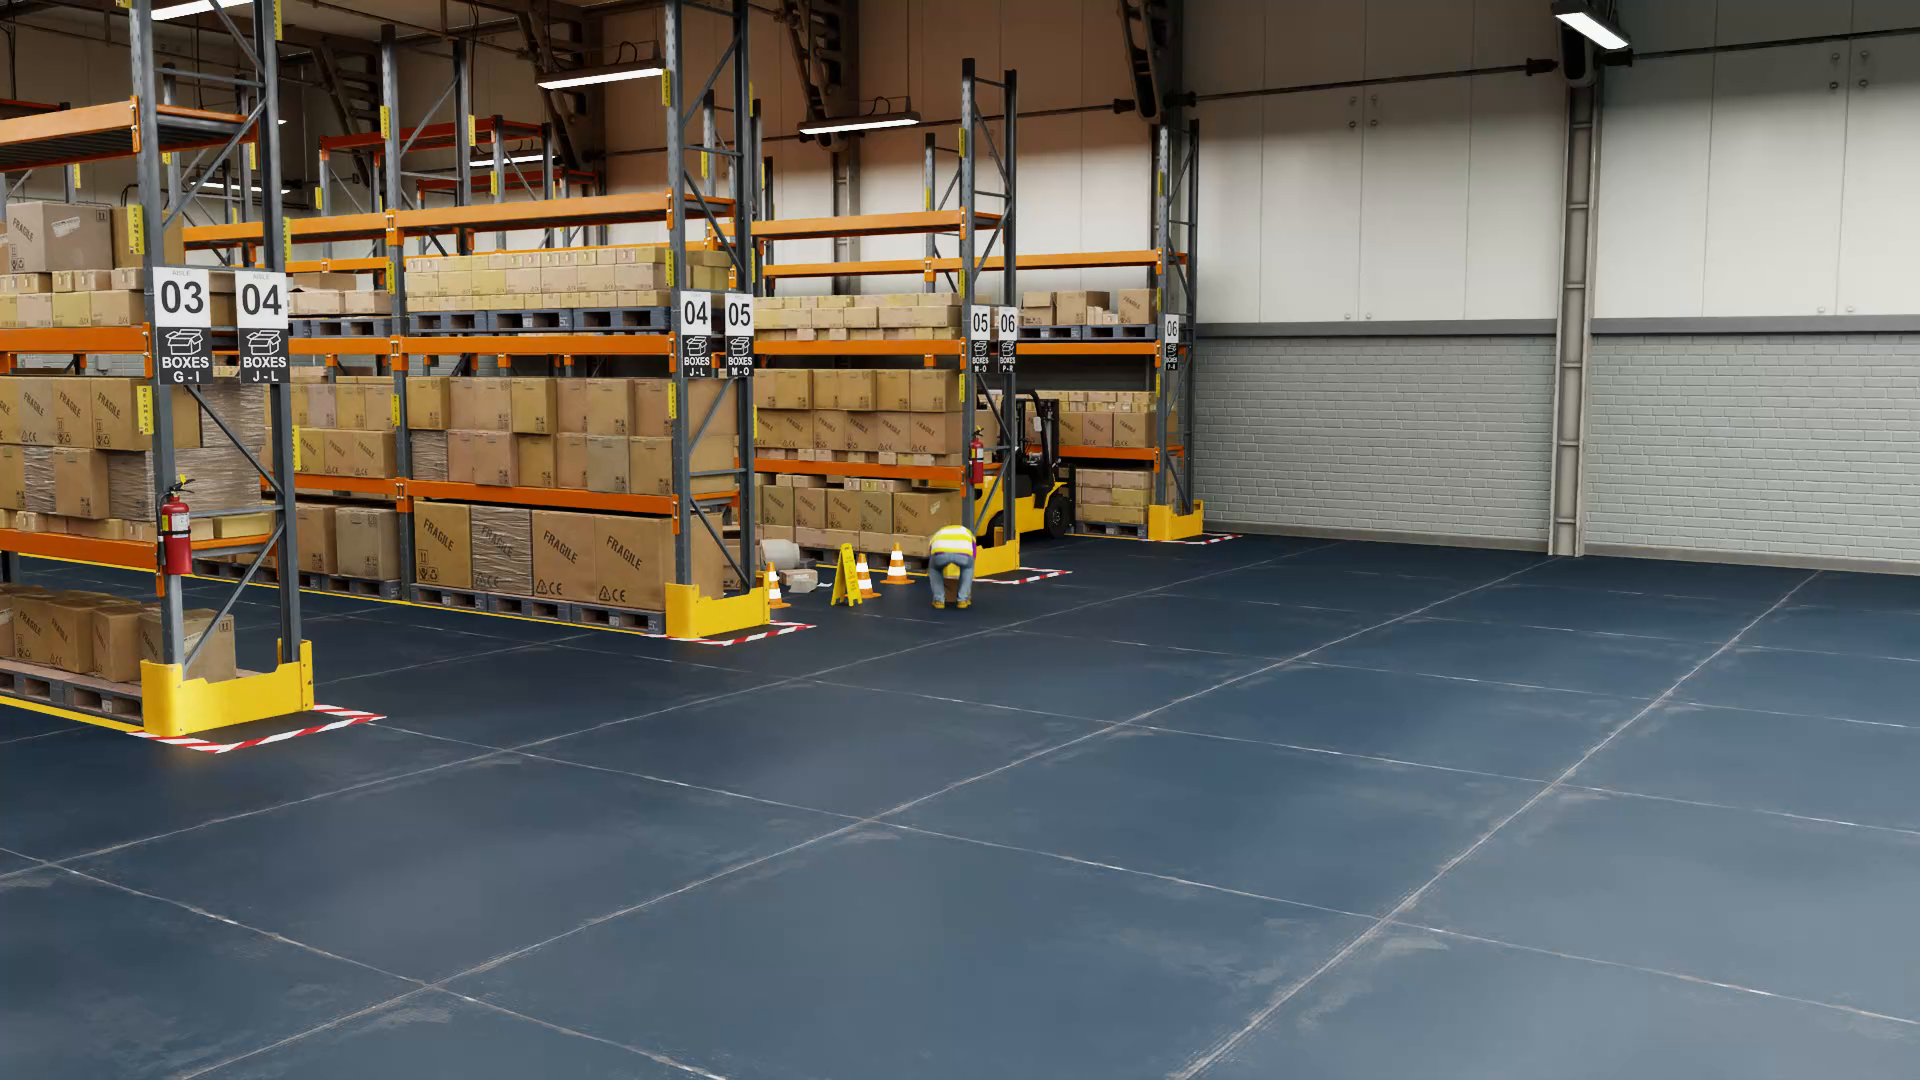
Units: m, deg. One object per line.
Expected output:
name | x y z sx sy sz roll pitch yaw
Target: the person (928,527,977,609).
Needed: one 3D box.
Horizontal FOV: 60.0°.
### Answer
person | -0.082 0.279 17.502 0.511 0.850 0.981 0 6 2
